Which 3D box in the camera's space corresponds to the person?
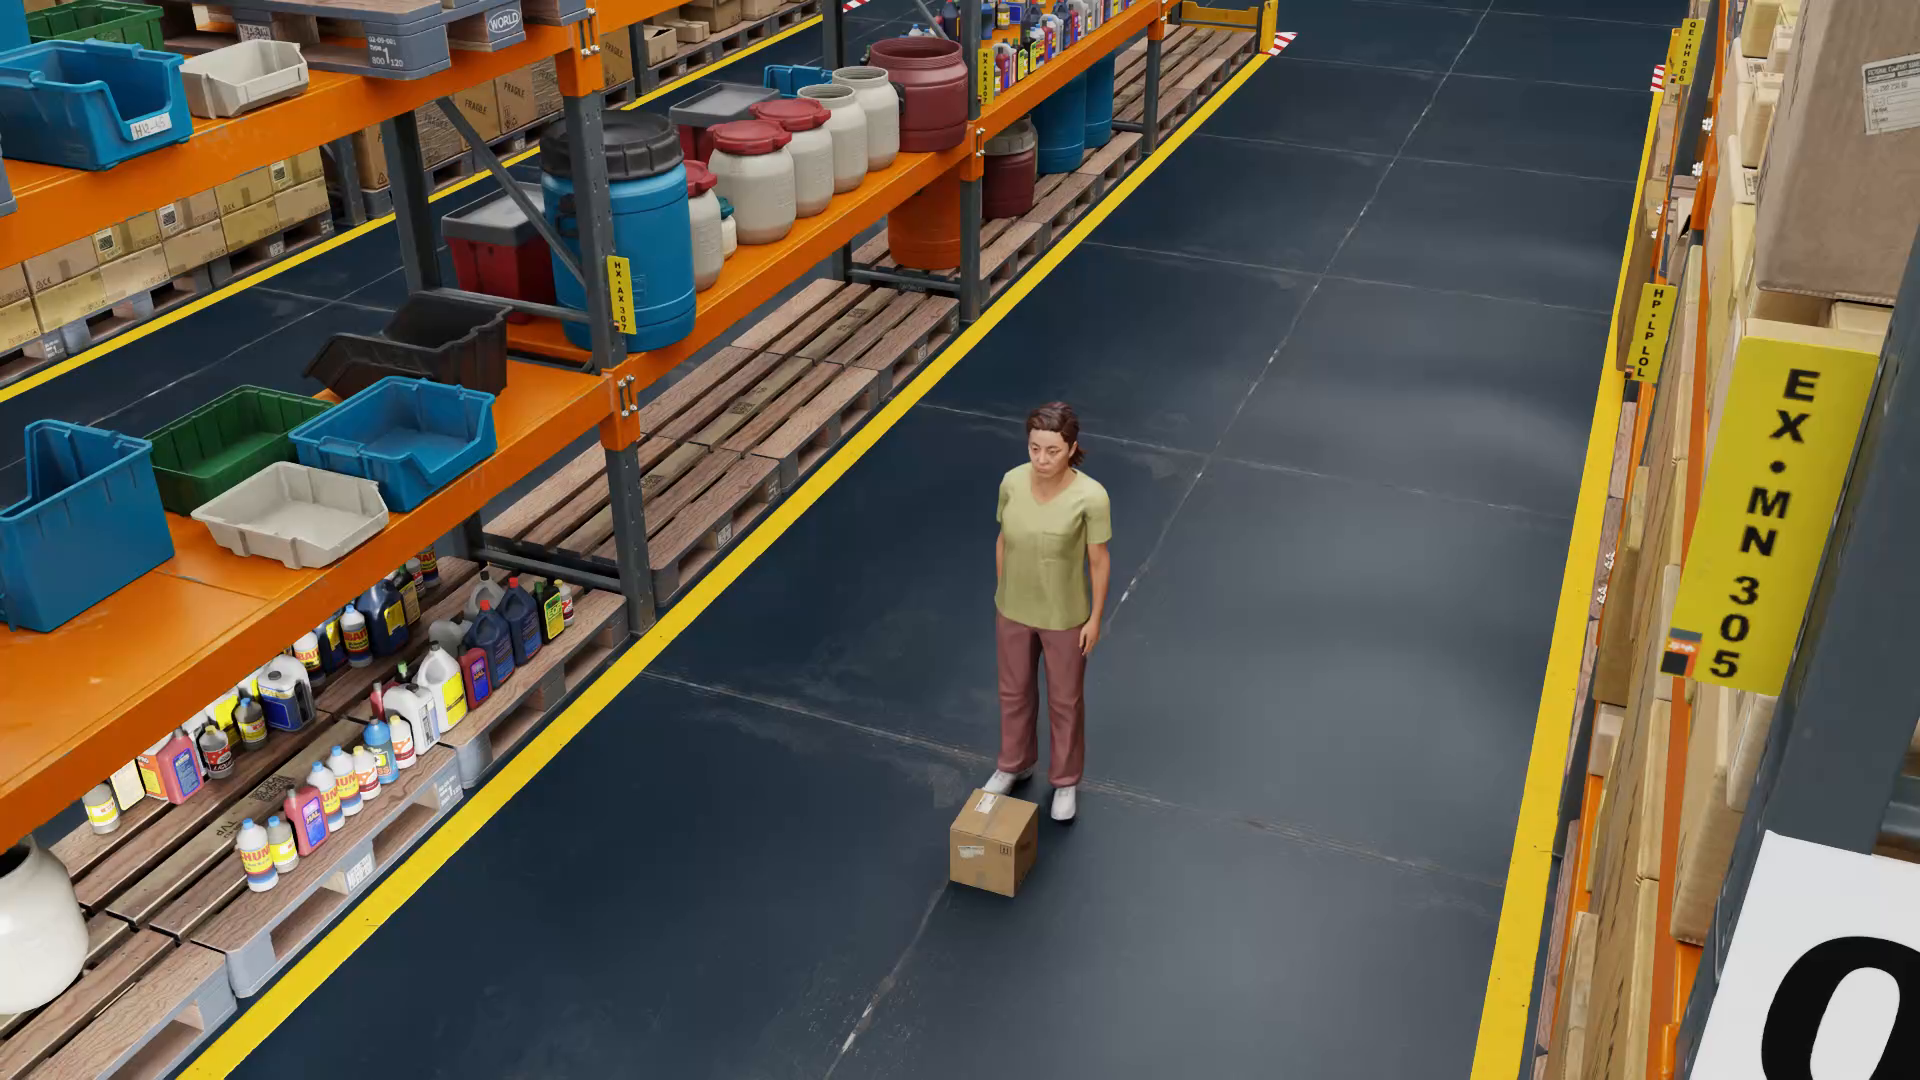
[{"bbox_3d":[0.324,0.266,6.152,0.447,1.674,0.351,12,32,20],"label":"person"}]
